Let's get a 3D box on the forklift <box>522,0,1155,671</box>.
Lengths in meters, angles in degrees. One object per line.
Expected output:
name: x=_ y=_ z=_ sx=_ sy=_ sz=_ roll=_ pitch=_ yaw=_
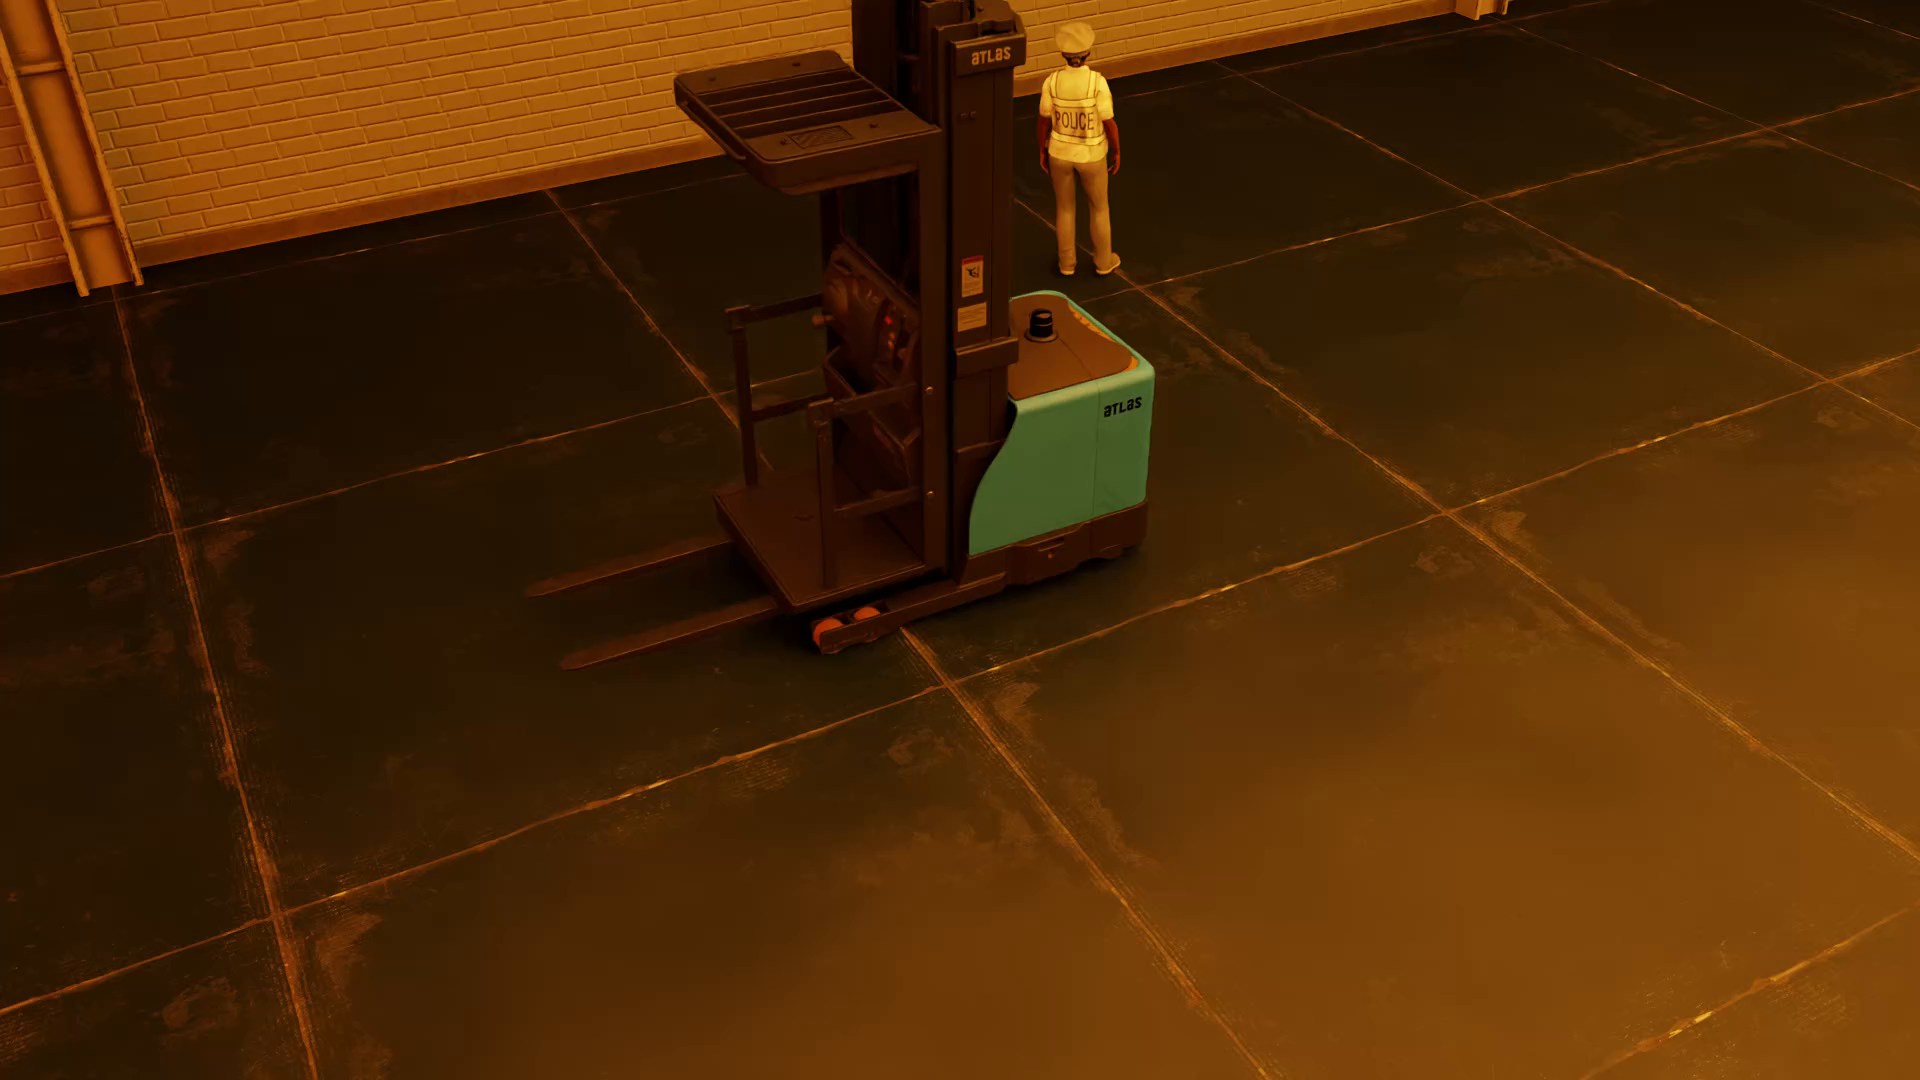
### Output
forklift: x=-0.593 y=-1.005 z=7.545 sx=3.031 sy=2.935 sz=1.130 roll=-17 pitch=39 yaw=-22

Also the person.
person: x=0.779 y=-2.509 z=10.743 sx=0.547 sy=1.704 sz=0.503 roll=9 pitch=36 yaw=13
